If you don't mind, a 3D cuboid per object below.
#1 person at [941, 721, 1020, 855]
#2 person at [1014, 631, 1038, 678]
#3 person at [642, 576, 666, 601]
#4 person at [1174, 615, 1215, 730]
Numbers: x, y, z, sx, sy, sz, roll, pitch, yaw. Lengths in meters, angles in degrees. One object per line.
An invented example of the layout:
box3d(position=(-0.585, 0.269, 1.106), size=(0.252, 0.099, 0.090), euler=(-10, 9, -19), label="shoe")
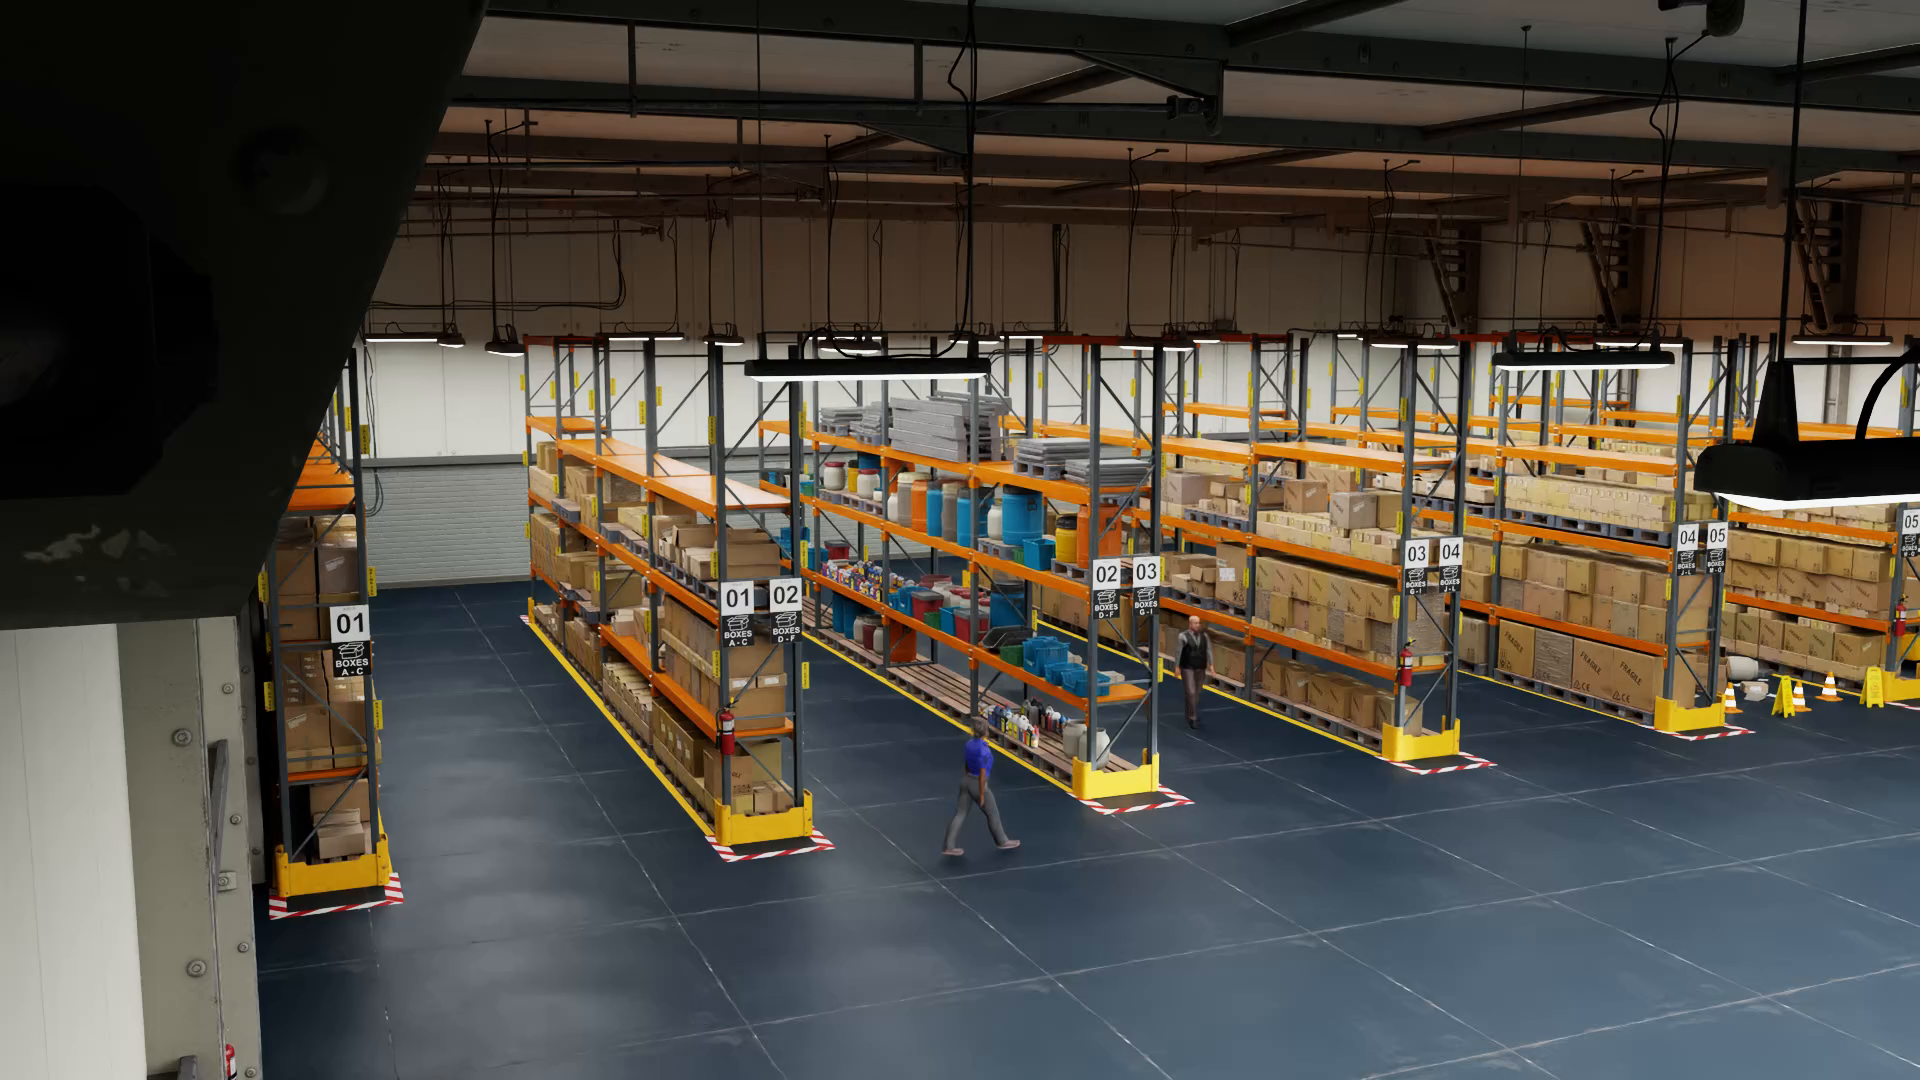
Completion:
box3d(position=(0.232, 2.912, 19.678), size=(1.005, 1.580, 0.510), euler=(-5, 9, -33), label="person")
box3d(position=(1.065, 1.705, 27.854), size=(0.435, 1.368, 1.010), euler=(-5, 9, -31), label="person")
box3d(position=(-6.024, 1.203, 32.753), size=(0.566, 1.580, 0.701), euler=(-2, 8, -13), label="person")
box3d(position=(3.673, 2.047, 25.971), size=(0.589, 1.750, 0.650), euler=(-3, 8, -19), label="person")
